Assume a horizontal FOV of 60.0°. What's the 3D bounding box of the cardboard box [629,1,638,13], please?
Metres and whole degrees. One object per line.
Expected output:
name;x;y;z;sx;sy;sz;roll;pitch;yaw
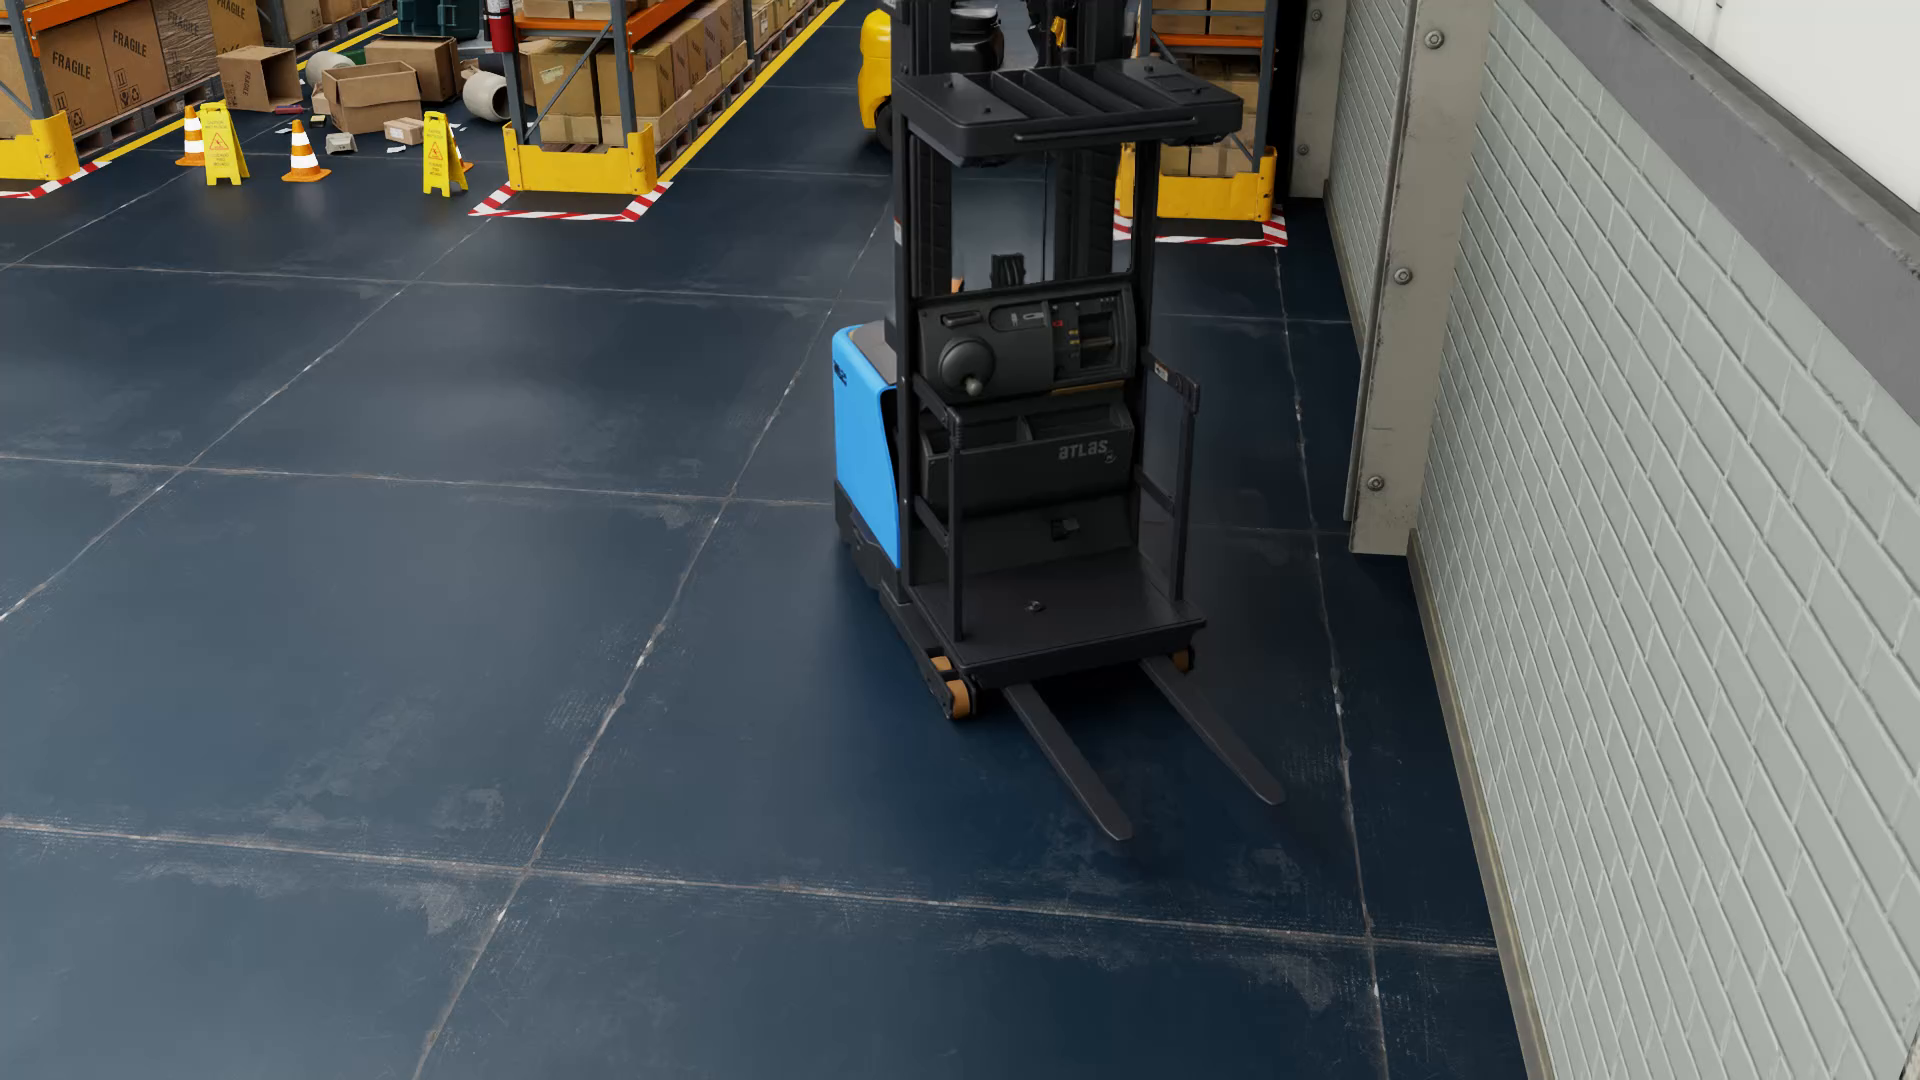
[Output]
cardboard box;-2.824;-4.338;13.404;0.380;0.149;0.250;4;29;7

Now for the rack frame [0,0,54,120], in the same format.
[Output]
rack frame;-8.013;-4.421;13.294;1.000;3.000;0.127;3;28;6

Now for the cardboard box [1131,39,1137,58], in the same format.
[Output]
cardboard box;1.695;-4.022;13.956;0.500;0.250;0.500;4;29;7

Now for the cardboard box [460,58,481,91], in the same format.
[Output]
cardboard box;-4.827;-4.601;16.511;0.258;0.266;0.396;-17;33;-29

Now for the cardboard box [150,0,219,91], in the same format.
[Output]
cardboard box;-7.776;-4.837;15.863;0.875;0.875;0.875;4;29;7

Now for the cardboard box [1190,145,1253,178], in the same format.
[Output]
cardboard box;2.094;-3.088;13.276;0.500;0.250;0.500;3;29;6

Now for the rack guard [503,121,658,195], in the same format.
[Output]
rack guard;-3.078;-3.116;13.507;1.175;0.500;0.348;3;28;6

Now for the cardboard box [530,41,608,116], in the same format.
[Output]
cardboard box;-3.248;-3.878;13.951;0.500;0.500;0.500;4;29;7

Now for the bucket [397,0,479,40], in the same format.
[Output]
bucket;-5.251;-5.334;16.837;0.726;0.611;0.620;14;21;24

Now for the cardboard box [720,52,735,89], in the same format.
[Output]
cardboard box;-2.458;-4.493;15.884;0.500;0.250;0.500;3;28;5

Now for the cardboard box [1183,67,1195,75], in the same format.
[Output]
cardboard box;1.586;-3.544;13.067;0.500;0.250;0.500;4;29;8

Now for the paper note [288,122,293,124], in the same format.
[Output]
paper note;-6.179;-3.877;15.437;0.032;0.001;0.123;20;34;32

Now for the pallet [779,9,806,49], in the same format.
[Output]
pallet;-2.356;-5.779;18.754;1.003;0.211;1.213;3;28;6

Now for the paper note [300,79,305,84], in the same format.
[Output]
paper note;-6.706;-4.628;16.808;0.147;0.020;0.142;-17;33;-29

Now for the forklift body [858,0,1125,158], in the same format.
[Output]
forklift body;0.261;-4.519;14.371;2.313;2.155;1.214;3;28;6

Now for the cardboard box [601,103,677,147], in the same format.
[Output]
cardboard box;-2.714;-3.519;14.076;0.500;0.250;0.500;3;28;6

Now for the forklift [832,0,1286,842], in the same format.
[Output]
forklift;0.356;-0.769;6.587;1.130;2.935;3.031;-10;30;-17

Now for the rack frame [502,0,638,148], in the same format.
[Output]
rack frame;-3.087;-4.181;12.848;1.000;3.000;0.127;3;28;6

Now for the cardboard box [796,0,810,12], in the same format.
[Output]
cardboard box;-2.269;-6.362;19.223;0.950;0.372;0.625;3;28;5

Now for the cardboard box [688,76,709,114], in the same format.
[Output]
cardboard box;-2.590;-4.016;14.999;0.500;0.250;0.500;5;29;10

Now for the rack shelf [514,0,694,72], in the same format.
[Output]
rack shelf;-2.842;-4.806;14.766;1.077;0.370;4.000;3;28;6

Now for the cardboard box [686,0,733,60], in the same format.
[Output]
cardboard box;-2.464;-4.835;15.727;0.500;0.500;0.500;4;29;7

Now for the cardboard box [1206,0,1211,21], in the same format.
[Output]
cardboard box;2.217;-4.402;13.153;0.500;0.500;0.500;4;29;8

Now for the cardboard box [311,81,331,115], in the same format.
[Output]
cardboard box;-5.905;-4.184;15.737;0.396;0.266;0.258;8;29;15

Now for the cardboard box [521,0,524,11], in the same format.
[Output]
cardboard box;-3.333;-4.385;13.491;0.380;0.149;0.250;3;28;6

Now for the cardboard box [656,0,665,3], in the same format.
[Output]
cardboard box;-2.634;-4.575;13.844;0.380;0.149;0.250;4;29;7

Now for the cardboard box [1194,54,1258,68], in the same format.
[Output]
cardboard box;2.144;-3.759;13.468;0.500;0.250;0.500;3;28;6

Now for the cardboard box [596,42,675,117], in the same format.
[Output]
cardboard box;-2.712;-3.860;13.918;0.500;0.500;0.500;2;28;4

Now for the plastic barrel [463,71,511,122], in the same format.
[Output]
plastic barrel;-4.337;-4.107;15.427;0.421;0.421;0.512;-24;36;-37

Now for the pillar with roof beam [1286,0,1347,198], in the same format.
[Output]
pillar with roof beam;-1.453;-7.061;11.868;9.100;9.000;0.400;3;28;6

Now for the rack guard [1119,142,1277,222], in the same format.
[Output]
rack guard;1.836;-2.782;12.888;1.175;0.500;0.348;3;28;6

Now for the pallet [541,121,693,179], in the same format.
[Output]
pallet;-2.944;-3.369;14.282;1.003;0.211;1.213;3;28;6

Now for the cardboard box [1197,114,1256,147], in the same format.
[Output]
cardboard box;2.103;-3.298;13.138;0.500;0.250;0.500;4;29;7

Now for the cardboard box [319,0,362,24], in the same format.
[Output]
cardboard box;-7.414;-6.250;18.617;1.050;0.750;0.750;3;28;6

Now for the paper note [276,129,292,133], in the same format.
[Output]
paper note;-6.141;-3.733;15.149;0.144;0.017;0.142;14;31;24

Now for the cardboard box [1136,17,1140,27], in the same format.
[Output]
cardboard box;1.836;-4.507;14.856;0.500;0.250;0.500;4;29;8

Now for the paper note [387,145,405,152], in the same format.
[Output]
paper note;-4.947;-3.434;14.593;0.148;0.019;0.142;-6;29;-11

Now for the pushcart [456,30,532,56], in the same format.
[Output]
pushcart;-4.866;-5.018;17.167;1.648;0.377;0.936;-6;29;-11

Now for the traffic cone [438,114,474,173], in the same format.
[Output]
traffic cone;-4.315;-3.341;13.965;0.336;0.463;0.334;3;28;6

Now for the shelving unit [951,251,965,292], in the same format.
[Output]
shelving unit;-0.141;-0.832;8.529;0.258;1.200;0.503;4;29;8

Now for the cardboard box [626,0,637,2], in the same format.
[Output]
cardboard box;-2.754;-4.563;13.138;0.500;0.500;0.500;3;28;5

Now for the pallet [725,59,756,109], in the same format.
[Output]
pallet;-2.645;-4.518;16.414;1.003;0.211;1.213;3;28;6

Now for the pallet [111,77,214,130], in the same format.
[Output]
pallet;-7.840;-4.147;15.725;1.003;0.211;1.213;3;28;6

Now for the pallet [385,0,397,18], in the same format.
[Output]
pallet;-7.204;-6.592;20.264;1.003;0.211;1.213;3;28;6

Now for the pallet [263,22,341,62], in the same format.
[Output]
pallet;-7.503;-5.444;18.132;1.003;0.211;1.213;3;28;6

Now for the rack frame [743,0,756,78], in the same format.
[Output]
rack frame;-2.597;-6.064;16.343;1.000;3.000;0.127;3;28;6

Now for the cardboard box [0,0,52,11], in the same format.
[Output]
cardboard box;-8.012;-4.664;13.587;0.875;0.550;0.550;3;28;6

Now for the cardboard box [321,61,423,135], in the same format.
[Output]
cardboard box;-5.385;-4.056;15.248;0.797;0.503;0.637;-17;33;-29

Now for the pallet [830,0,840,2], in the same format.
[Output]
pallet;-1.936;-7.086;21.180;1.003;0.211;1.213;3;28;6

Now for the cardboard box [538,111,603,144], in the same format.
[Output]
cardboard box;-3.252;-3.563;14.157;0.500;0.250;0.500;3;28;6

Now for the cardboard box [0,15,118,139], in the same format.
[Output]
cardboard box;-7.995;-3.994;14.298;0.875;0.875;0.875;4;29;6

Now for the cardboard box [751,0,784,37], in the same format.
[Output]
cardboard box;-2.451;-5.677;17.954;0.950;0.372;0.625;5;29;9

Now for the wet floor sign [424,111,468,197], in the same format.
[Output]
wet floor sign;-4.173;-3.117;13.356;0.267;0.644;0.232;14;31;24

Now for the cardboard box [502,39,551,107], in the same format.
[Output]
cardboard box;-4.079;-4.539;16.146;0.500;0.500;0.500;-24;36;-37

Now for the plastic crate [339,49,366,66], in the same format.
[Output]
plastic crate;-6.244;-4.933;17.149;0.450;0.188;0.662;9;28;37

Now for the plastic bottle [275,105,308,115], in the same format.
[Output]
plastic bottle;-6.331;-4.080;15.759;0.283;0.061;0.133;-6;29;-11

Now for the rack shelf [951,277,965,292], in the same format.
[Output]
rack shelf;-0.141;-1.178;8.342;0.258;0.148;0.480;4;29;8

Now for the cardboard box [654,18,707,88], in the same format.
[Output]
cardboard box;-2.583;-4.342;14.813;0.500;0.500;0.500;4;29;7
